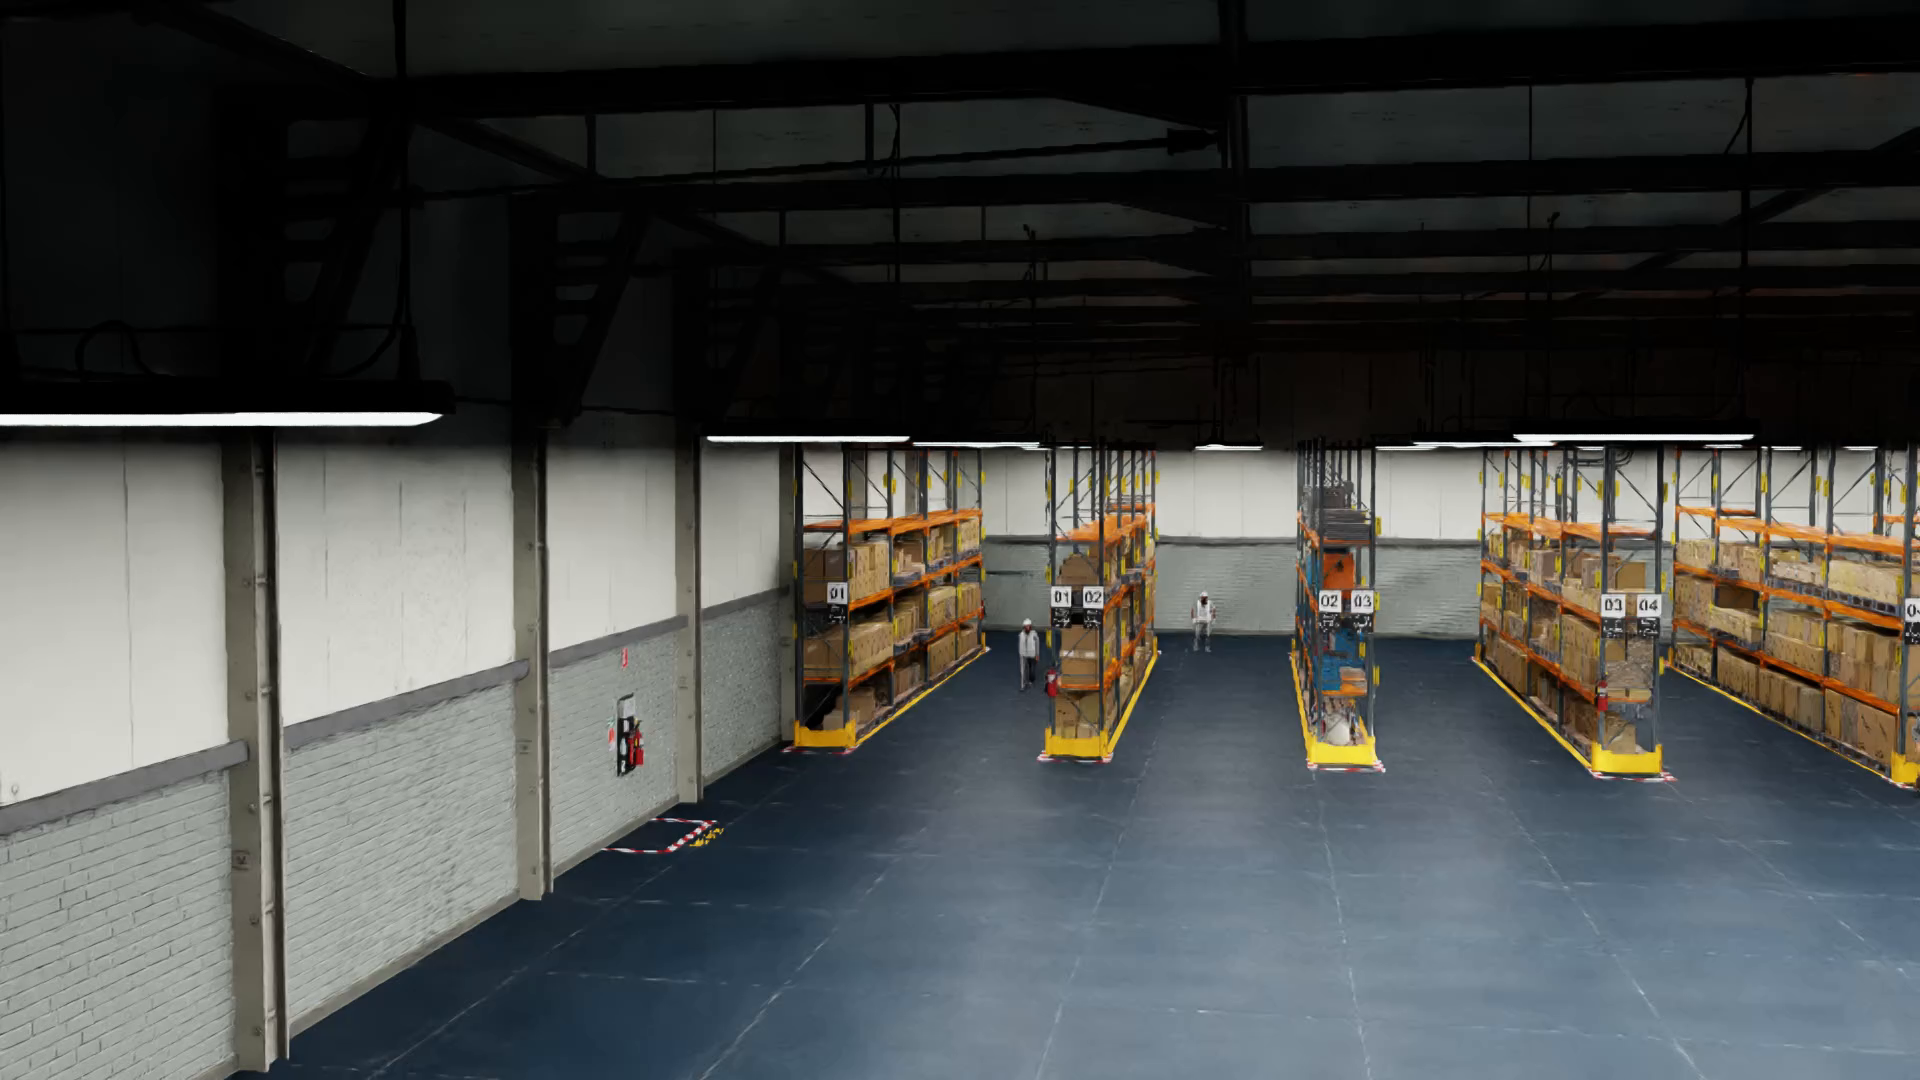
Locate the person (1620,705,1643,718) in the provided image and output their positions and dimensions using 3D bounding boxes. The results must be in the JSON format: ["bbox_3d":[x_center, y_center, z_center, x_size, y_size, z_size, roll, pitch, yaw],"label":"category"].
[{"bbox_3d":[14.442,3.010,35.870,0.495,1.589,1.086,1,3,12],"label":"person"}]

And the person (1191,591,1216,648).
[{"bbox_3d":[7.007,2.299,47.897,0.702,1.671,0.548,0,3,9],"label":"person"}]

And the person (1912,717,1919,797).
[{"bbox_3d":[16.070,3.441,27.433,0.677,1.671,0.534,0,3,9],"label":"person"}]

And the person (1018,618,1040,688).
[{"bbox_3d":[1.669,2.713,40.115,0.549,1.672,0.862,0,3,9],"label":"person"}]
